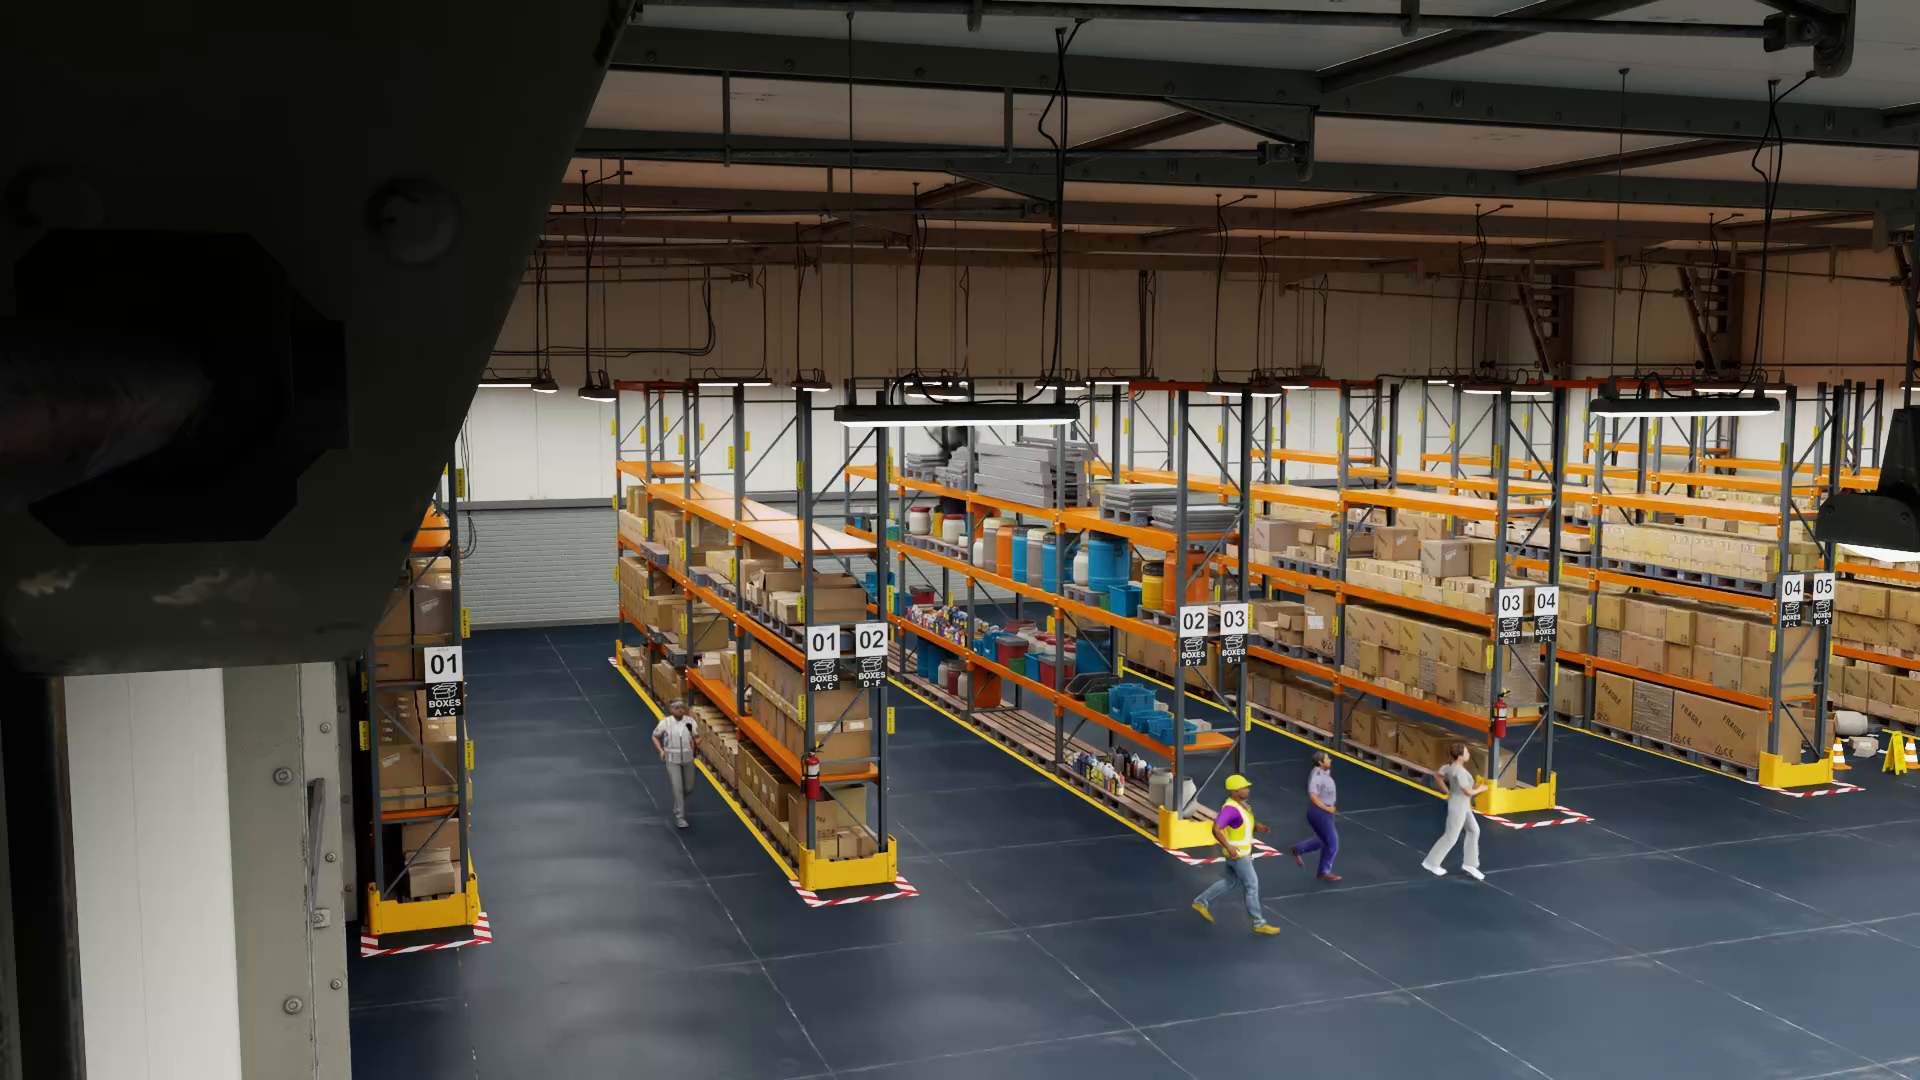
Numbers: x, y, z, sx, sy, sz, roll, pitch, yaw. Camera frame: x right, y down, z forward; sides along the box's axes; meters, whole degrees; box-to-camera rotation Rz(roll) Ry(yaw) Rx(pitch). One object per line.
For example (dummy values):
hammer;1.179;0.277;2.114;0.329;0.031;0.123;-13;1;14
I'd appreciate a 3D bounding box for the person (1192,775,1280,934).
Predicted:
person;3.078;3.473;18.483;0.986;1.750;0.717;1;6;11

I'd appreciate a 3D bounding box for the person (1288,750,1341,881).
person;4.369;3.384;20.442;0.651;1.592;0.630;1;6;14

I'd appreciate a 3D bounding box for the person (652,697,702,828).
person;-3.893;3.025;23.004;0.676;1.751;0.886;-3;7;-23

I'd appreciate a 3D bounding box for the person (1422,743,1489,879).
person;6.085;3.334;20.422;0.781;1.721;0.535;1;6;9
